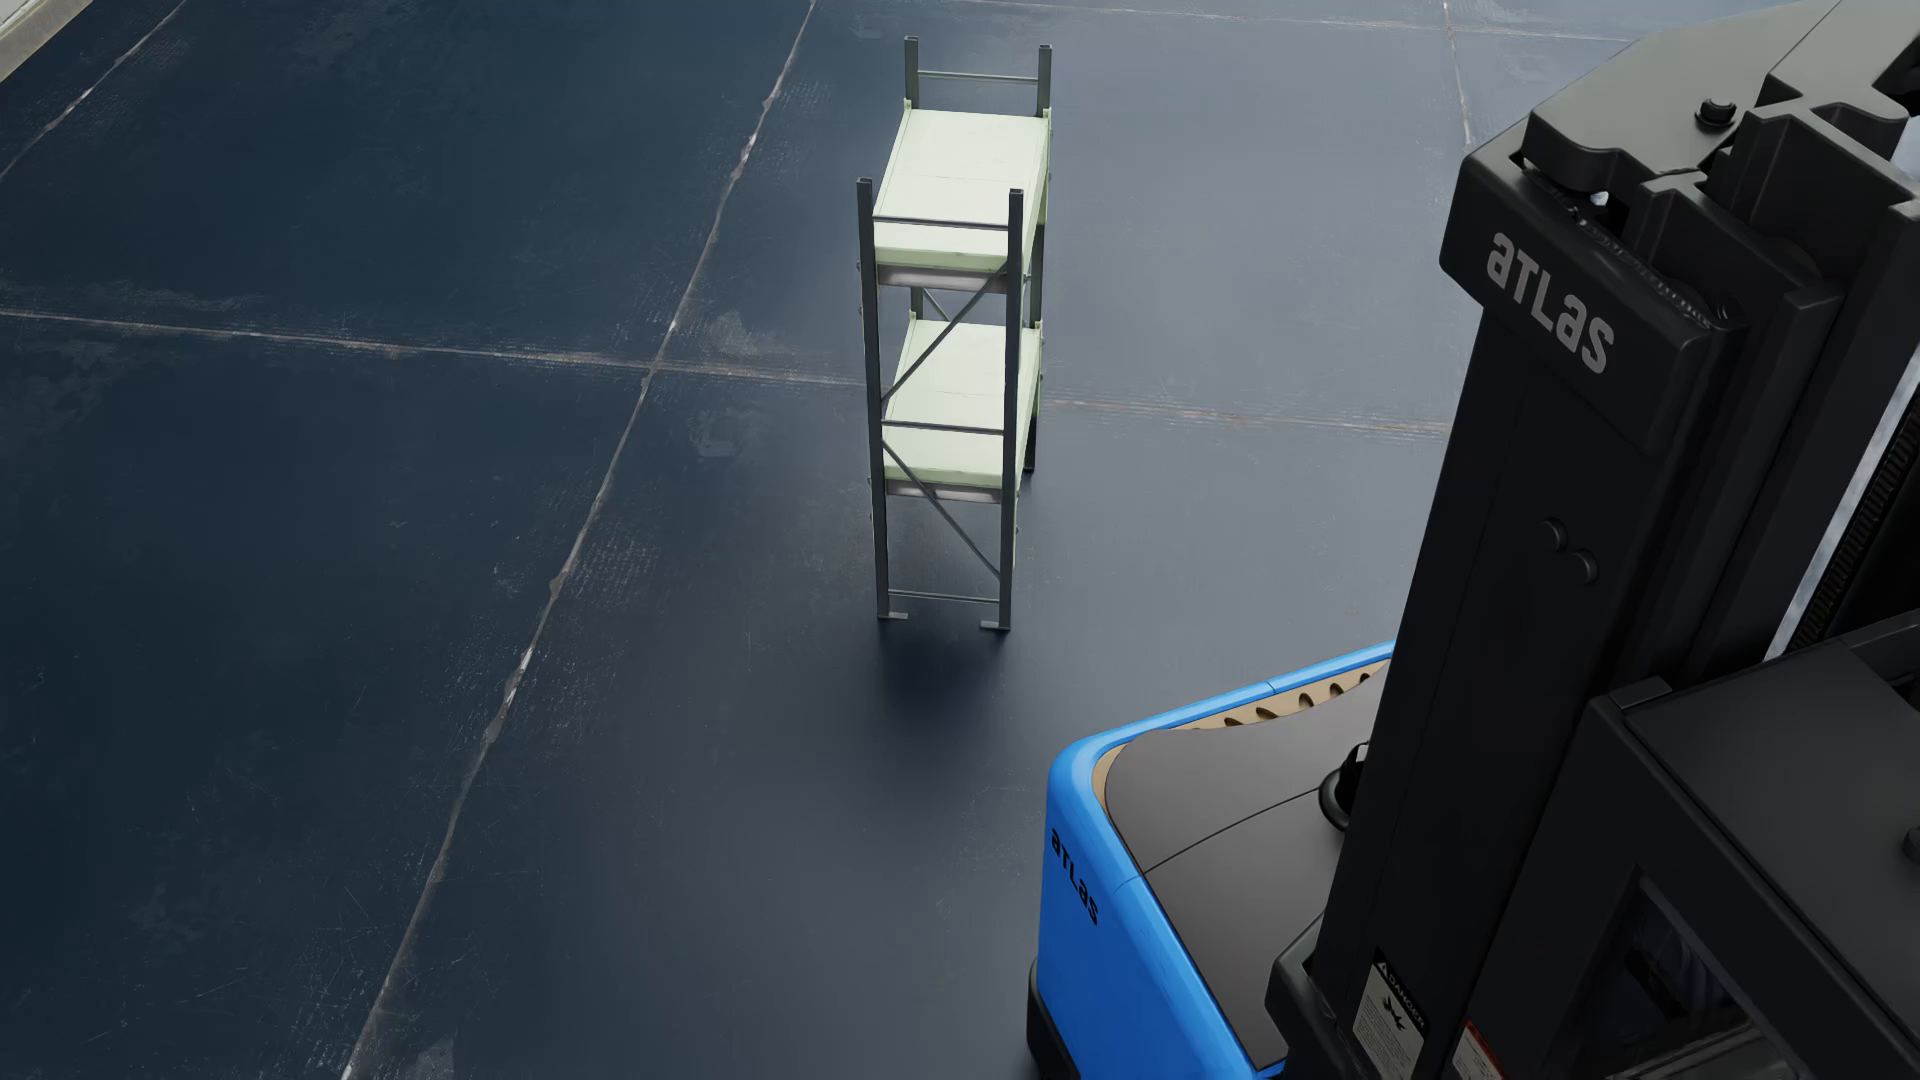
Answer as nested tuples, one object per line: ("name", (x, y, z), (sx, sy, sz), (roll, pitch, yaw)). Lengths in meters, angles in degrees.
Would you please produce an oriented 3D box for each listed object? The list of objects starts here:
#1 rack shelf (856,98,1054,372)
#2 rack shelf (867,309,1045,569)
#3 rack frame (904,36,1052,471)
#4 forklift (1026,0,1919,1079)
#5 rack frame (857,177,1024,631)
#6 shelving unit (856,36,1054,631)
("rack shelf", (0.001, -0.833, 4.471), (0.431, 0.370, 0.720), (5, 44, 6))
("rack shelf", (0.001, -0.312, 4.963), (0.431, 0.370, 0.720), (5, 44, 6))
("rack frame", (0.049, -0.799, 5.003), (0.400, 1.500, 0.023), (5, 44, 6))
("forklift", (1.176, 0.943, 2.123), (1.130, 2.935, 3.031), (-15, 46, -16))
("rack frame", (-0.048, -0.300, 4.476), (0.400, 1.500, 0.023), (5, 44, 6))
("shelving unit", (0.001, -0.549, 4.739), (0.431, 1.500, 0.755), (5, 44, 6))
